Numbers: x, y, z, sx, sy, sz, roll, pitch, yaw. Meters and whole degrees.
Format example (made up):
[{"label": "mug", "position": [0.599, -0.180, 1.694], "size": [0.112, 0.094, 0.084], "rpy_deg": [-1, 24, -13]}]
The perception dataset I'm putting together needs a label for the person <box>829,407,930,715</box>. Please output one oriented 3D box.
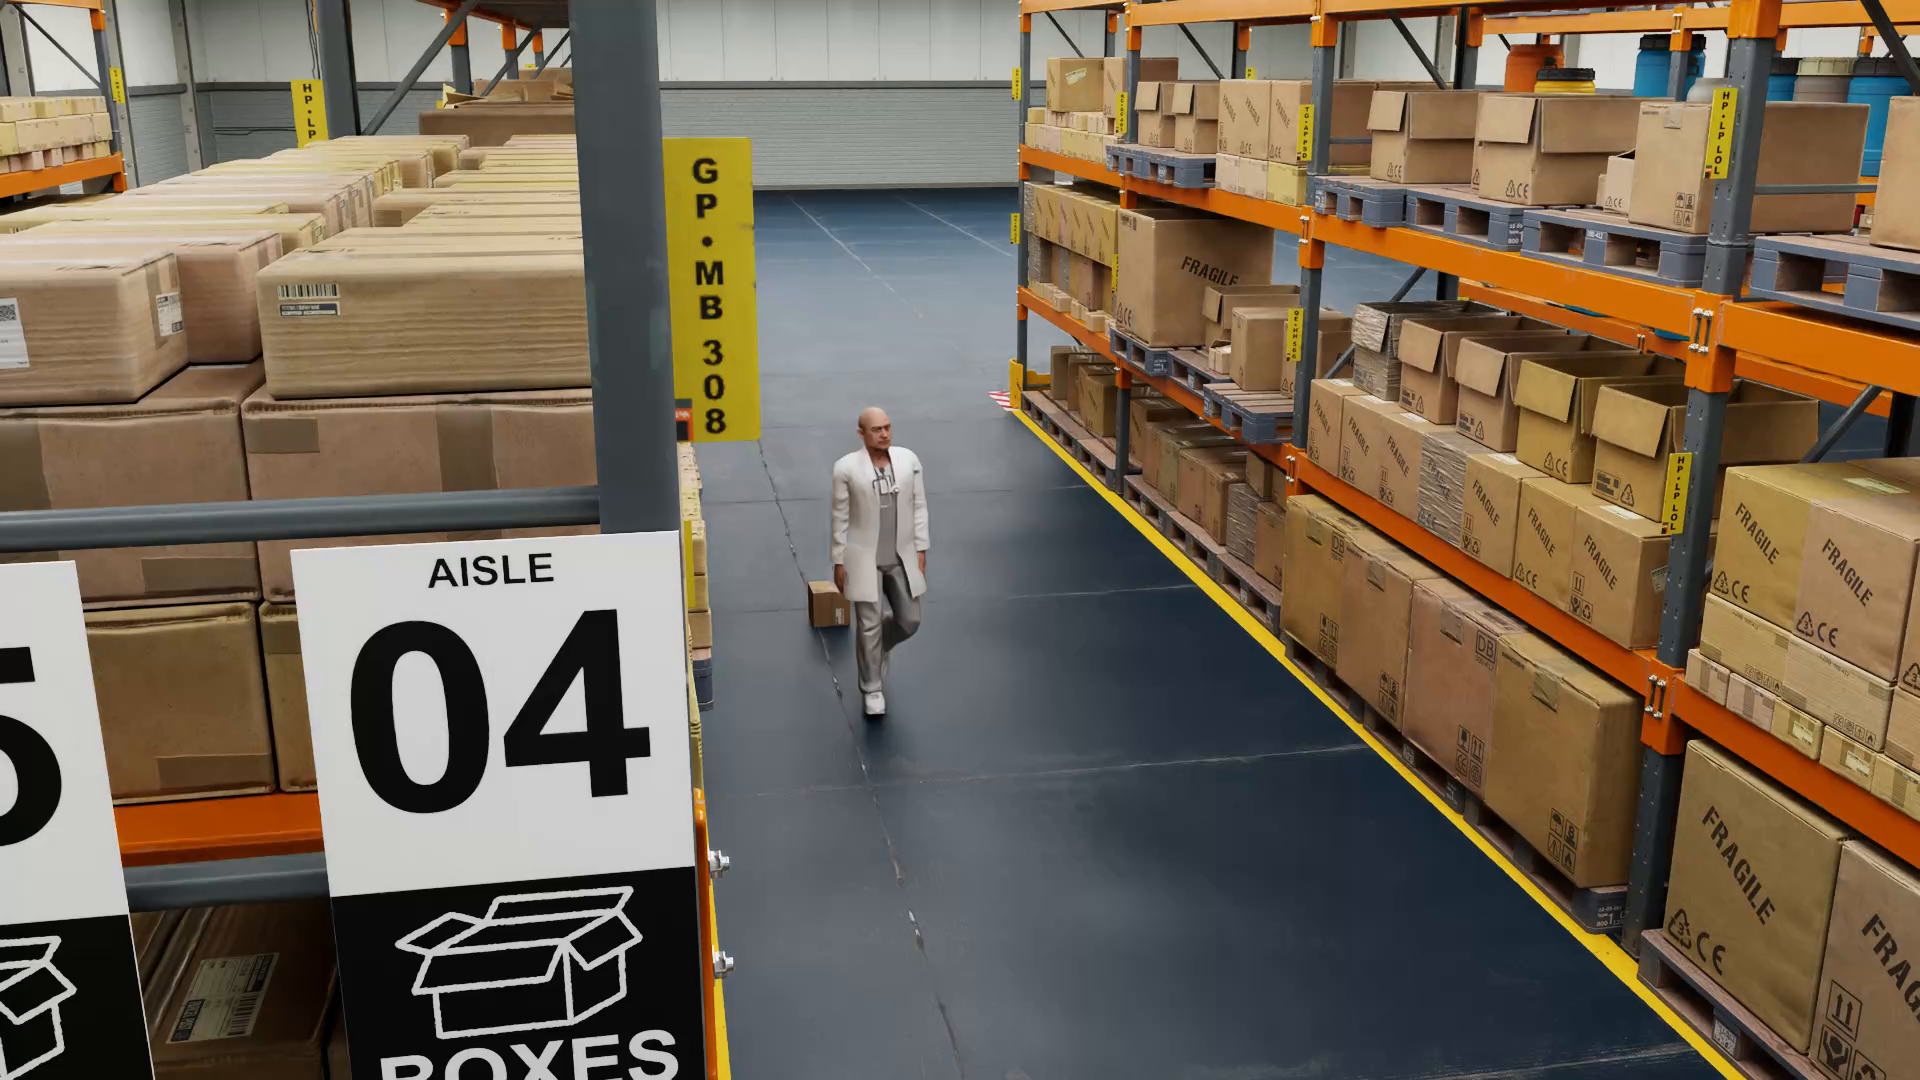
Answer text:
[{"label": "person", "position": [-0.486, 0.082, 9.676], "size": [0.606, 1.768, 0.691], "rpy_deg": [-6, 17, -20]}]
